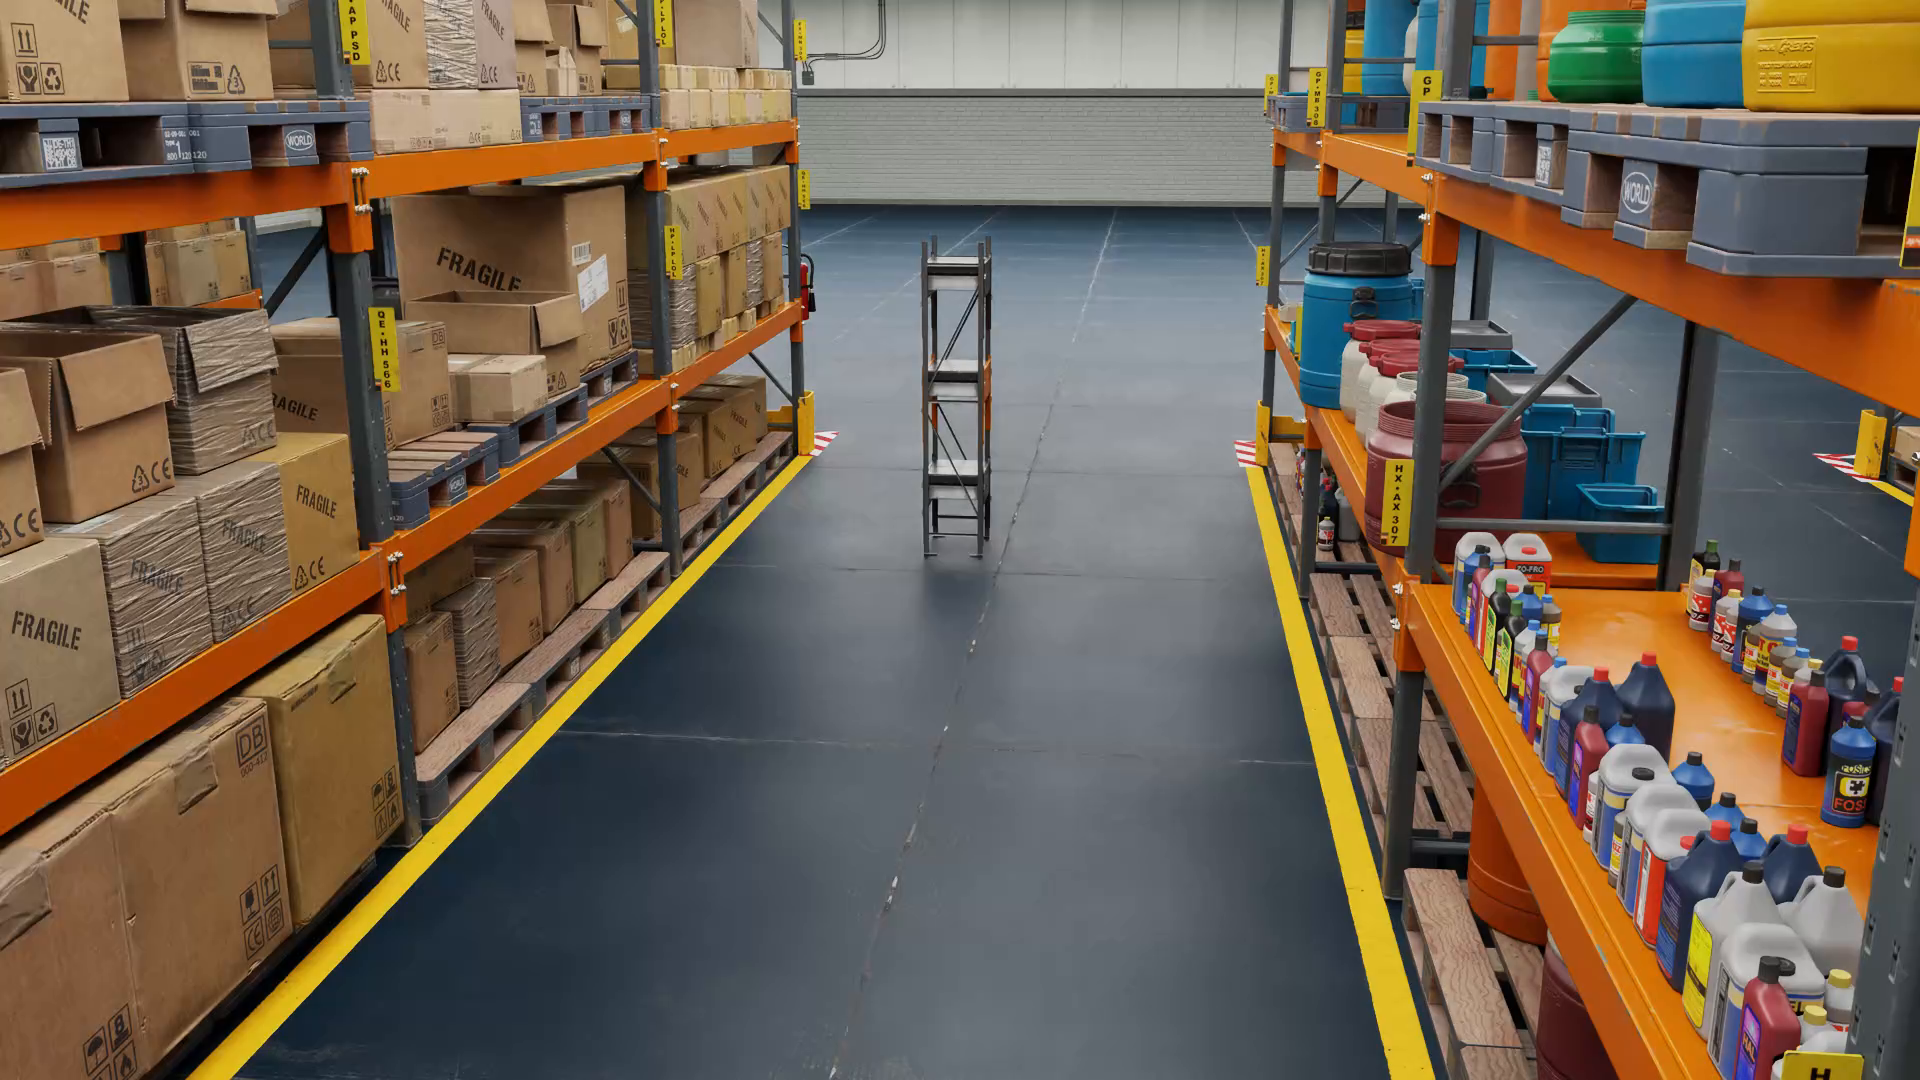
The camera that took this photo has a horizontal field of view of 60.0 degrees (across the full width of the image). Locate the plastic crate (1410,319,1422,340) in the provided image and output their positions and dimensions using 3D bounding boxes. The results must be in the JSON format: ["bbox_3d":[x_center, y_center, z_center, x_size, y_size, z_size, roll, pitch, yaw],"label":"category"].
[{"bbox_3d":[2.790,-1.183,10.409,0.767,0.338,0.504,2,15,6],"label":"plastic crate"}]

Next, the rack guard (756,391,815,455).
[{"bbox_3d":[-1.874,-1.038,14.543,1.175,0.500,0.348,2,15,6],"label":"rack guard"}]

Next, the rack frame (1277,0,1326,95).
[{"bbox_3d":[3.056,-5.014,12.967,1.000,3.000,0.127,2,15,6],"label":"rack frame"}]

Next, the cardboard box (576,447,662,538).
[{"bbox_3d":[-2.232,-0.325,11.103,0.500,0.500,0.500,1,15,5],"label":"cardboard box"}]

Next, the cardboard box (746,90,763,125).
[{"bbox_3d":[-1.787,-3.245,12.457,0.500,0.250,0.500,2,15,7],"label":"cardboard box"}]

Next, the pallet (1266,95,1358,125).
[{"bbox_3d":[2.866,-3.263,12.600,1.003,0.211,1.213,2,15,6],"label":"pallet"}]

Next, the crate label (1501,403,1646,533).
[{"bbox_3d":[2.534,-0.310,6.995,0.502,0.435,0.616,2,15,6],"label":"crate label"}]

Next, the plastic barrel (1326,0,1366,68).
[{"bbox_3d":[3.127,-3.847,12.767,0.600,0.830,0.708,2,15,6],"label":"plastic barrel"}]

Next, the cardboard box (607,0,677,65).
[{"bbox_3d":[-2.301,-3.768,12.386,0.500,0.500,0.500,2,15,6],"label":"cardboard box"}]

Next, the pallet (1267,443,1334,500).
[{"bbox_3d":[2.997,-0.541,13.257,1.003,0.211,1.213,2,15,6],"label":"pallet"}]

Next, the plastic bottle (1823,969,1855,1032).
[{"bbox_3d":[1.593,0.882,3.033,0.097,0.201,0.097,0,15,0],"label":"plastic bottle"}]

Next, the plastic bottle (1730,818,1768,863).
[{"bbox_3d":[1.649,0.718,3.508,0.097,0.271,0.097,0,15,0],"label":"plastic bottle"}]

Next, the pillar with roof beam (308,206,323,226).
[{"bbox_3d":[-10.633,-11.541,37.104,9.100,9.000,0.400,2,15,6],"label":"pillar with roof beam"}]

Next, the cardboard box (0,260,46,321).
[{"bbox_3d":[-7.164,-1.711,11.955,0.875,0.550,0.550,2,15,6],"label":"cardboard box"}]

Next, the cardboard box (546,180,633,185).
[{"bbox_3d":[-2.484,-2.156,11.211,0.500,0.500,0.500,2,15,6],"label":"cardboard box"}]

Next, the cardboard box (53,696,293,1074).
[{"bbox_3d":[-2.975,1.043,5.325,1.225,0.875,0.875,2,15,6],"label":"cardboard box"}]

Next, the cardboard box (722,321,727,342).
[{"bbox_3d":[-1.877,-1.477,11.860,0.380,0.149,0.250,2,15,6],"label":"cardboard box"}]

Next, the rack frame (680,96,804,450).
[{"bbox_3d":[-1.865,-2.264,14.289,1.000,3.000,0.127,2,15,6],"label":"rack frame"}]

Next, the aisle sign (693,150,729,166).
[{"bbox_3d":[-2.156,-3.544,14.042,0.394,0.787,0.004,2,15,6],"label":"aisle sign"}]

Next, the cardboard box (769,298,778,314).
[{"bbox_3d":[-1.698,-1.932,13.541,0.380,0.149,0.250,2,15,6],"label":"cardboard box"}]

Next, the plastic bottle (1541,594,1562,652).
[{"bbox_3d":[1.857,0.274,5.283,0.097,0.201,0.097,0,15,0],"label":"plastic bottle"}]

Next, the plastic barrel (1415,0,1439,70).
[{"bbox_3d":[2.763,-2.633,8.945,0.600,0.901,0.708,2,15,6],"label":"plastic barrel"}]

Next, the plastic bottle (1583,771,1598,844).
[{"bbox_3d":[1.551,0.627,3.979,0.097,0.201,0.097,0,15,0],"label":"plastic bottle"}]

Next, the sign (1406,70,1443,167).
[{"bbox_3d":[1.606,-1.455,5.752,0.100,0.325,0.005,2,15,6],"label":"sign"}]

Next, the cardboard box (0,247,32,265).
[{"bbox_3d":[-7.211,-2.234,11.820,0.875,0.550,0.550,2,15,6],"label":"cardboard box"}]

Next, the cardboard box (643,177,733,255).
[{"bbox_3d":[-1.901,-2.270,11.633,0.500,0.500,0.500,2,15,6],"label":"cardboard box"}]

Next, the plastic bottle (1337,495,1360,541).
[{"bbox_3d":[2.534,-0.186,10.835,0.144,0.351,0.185,2,15,6],"label":"plastic bottle"}]

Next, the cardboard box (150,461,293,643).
[{"bbox_3d":[-2.640,0.027,5.625,0.500,0.500,0.500,2,15,6],"label":"cardboard box"}]

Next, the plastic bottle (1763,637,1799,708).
[{"bbox_3d":[2.419,0.385,4.871,0.097,0.201,0.097,0,15,0],"label":"plastic bottle"}]

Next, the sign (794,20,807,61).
[{"bbox_3d":[-1.316,-4.118,13.702,0.100,0.325,0.005,2,15,6],"label":"sign"}]

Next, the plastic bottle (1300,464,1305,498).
[{"bbox_3d":[2.492,-0.438,11.919,0.097,0.271,0.097,0,15,0],"label":"plastic bottle"}]

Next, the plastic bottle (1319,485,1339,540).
[{"bbox_3d":[2.391,-0.190,10.850,0.144,0.351,0.185,1,15,5],"label":"plastic bottle"}]

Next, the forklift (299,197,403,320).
[{"bbox_3d":[-4.489,-1.847,12.879,1.130,2.935,3.031,3,15,10],"label":"forklift"}]

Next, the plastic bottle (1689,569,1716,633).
[{"bbox_3d":[2.500,0.199,5.559,0.097,0.201,0.097,0,15,0],"label":"plastic bottle"}]

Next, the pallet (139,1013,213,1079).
[{"bbox_3d":[-3.072,1.675,5.065,1.003,0.211,1.213,2,15,6],"label":"pallet"}]

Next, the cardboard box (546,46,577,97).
[{"bbox_3d":[-2.323,-2.566,9.111,0.396,0.266,0.258,2,15,8],"label":"cardboard box"}]

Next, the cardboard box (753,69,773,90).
[{"bbox_3d":[-1.659,-3.547,12.810,0.380,0.149,0.250,2,15,7],"label":"cardboard box"}]

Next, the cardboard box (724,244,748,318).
[{"bbox_3d":[-2.059,-1.923,12.267,0.875,0.500,0.500,2,15,6],"label":"cardboard box"}]

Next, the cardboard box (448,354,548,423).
[{"bbox_3d":[-2.350,-0.748,8.163,0.500,0.250,0.500,1,15,5],"label":"cardboard box"}]

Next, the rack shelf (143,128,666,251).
[{"bbox_3d":[-2.542,-1.809,8.237,1.077,0.370,4.000,2,15,6],"label":"rack shelf"}]

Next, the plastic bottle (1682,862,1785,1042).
[{"bbox_3d":[1.481,0.770,3.163,0.144,0.351,0.185,2,15,6],"label":"plastic bottle"}]

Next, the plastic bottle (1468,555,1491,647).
[{"bbox_3d":[1.701,0.199,5.401,0.061,0.283,0.133,2,15,6],"label":"plastic bottle"}]

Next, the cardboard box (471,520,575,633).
[{"bbox_3d":[-2.543,0.194,9.143,0.700,0.500,0.500,0,15,1],"label":"cardboard box"}]

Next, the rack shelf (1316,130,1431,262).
[{"bbox_3d":[2.379,-1.663,7.697,1.077,0.370,4.000,2,15,6],"label":"rack shelf"}]

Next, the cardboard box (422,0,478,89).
[{"bbox_3d":[-2.398,-2.173,7.055,0.500,0.500,0.500,2,15,7],"label":"cardboard box"}]

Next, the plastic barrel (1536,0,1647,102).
[{"bbox_3d":[2.086,-1.754,5.030,0.600,0.830,0.708,2,15,6],"label":"plastic barrel"}]

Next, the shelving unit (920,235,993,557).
[{"bbox_3d":[-0.019,-0.971,11.229,0.431,2.100,0.503,2,15,6],"label":"shelving unit"}]

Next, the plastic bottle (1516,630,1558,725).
[{"bbox_3d":[1.639,0.390,4.719,0.097,0.271,0.097,0,15,0],"label":"plastic bottle"}]

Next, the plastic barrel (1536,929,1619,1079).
[{"bbox_3d":[1.988,1.338,4.782,0.600,0.588,0.708,2,15,6],"label":"plastic barrel"}]

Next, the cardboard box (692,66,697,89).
[{"bbox_3d":[-1.975,-3.076,11.068,0.380,0.149,0.250,2,15,8],"label":"cardboard box"}]

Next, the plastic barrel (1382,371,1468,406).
[{"bbox_3d":[2.105,-0.480,7.476,0.421,0.512,0.421,0,15,0],"label":"plastic barrel"}]

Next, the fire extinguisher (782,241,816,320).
[{"bbox_3d":[-1.394,-2.243,14.359,0.296,0.674,0.183,2,15,6],"label":"fire extinguisher"}]

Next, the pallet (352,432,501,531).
[{"bbox_3d":[-2.793,-0.285,7.336,1.213,0.211,1.003,2,15,6],"label":"pallet"}]
